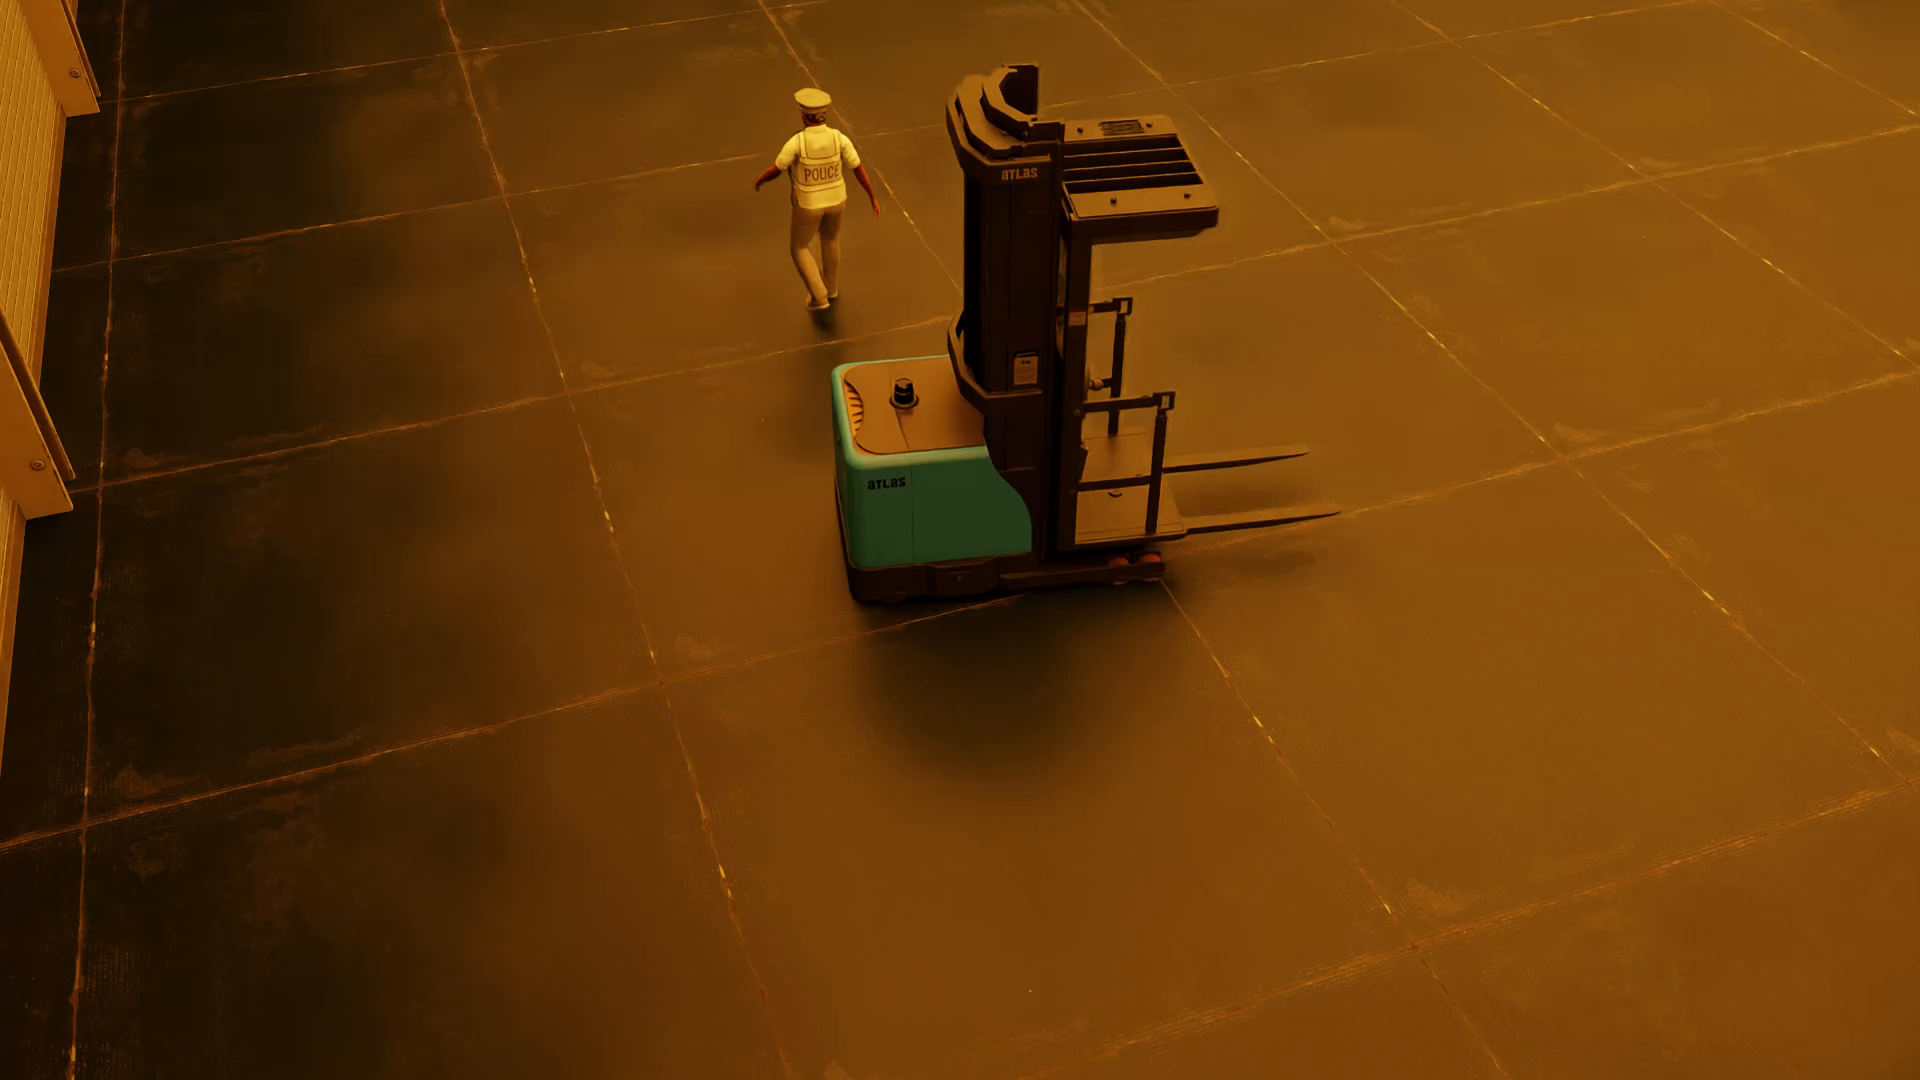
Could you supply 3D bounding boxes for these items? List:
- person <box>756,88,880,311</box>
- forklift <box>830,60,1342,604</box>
[{"bbox_3d":[-0.995,-2.405,11.871,0.779,1.646,0.663,-16,43,-18],"label":"person"},{"bbox_3d":[0.782,-1.186,9.409,3.031,2.935,1.130,-6,40,-7],"label":"forklift"}]
